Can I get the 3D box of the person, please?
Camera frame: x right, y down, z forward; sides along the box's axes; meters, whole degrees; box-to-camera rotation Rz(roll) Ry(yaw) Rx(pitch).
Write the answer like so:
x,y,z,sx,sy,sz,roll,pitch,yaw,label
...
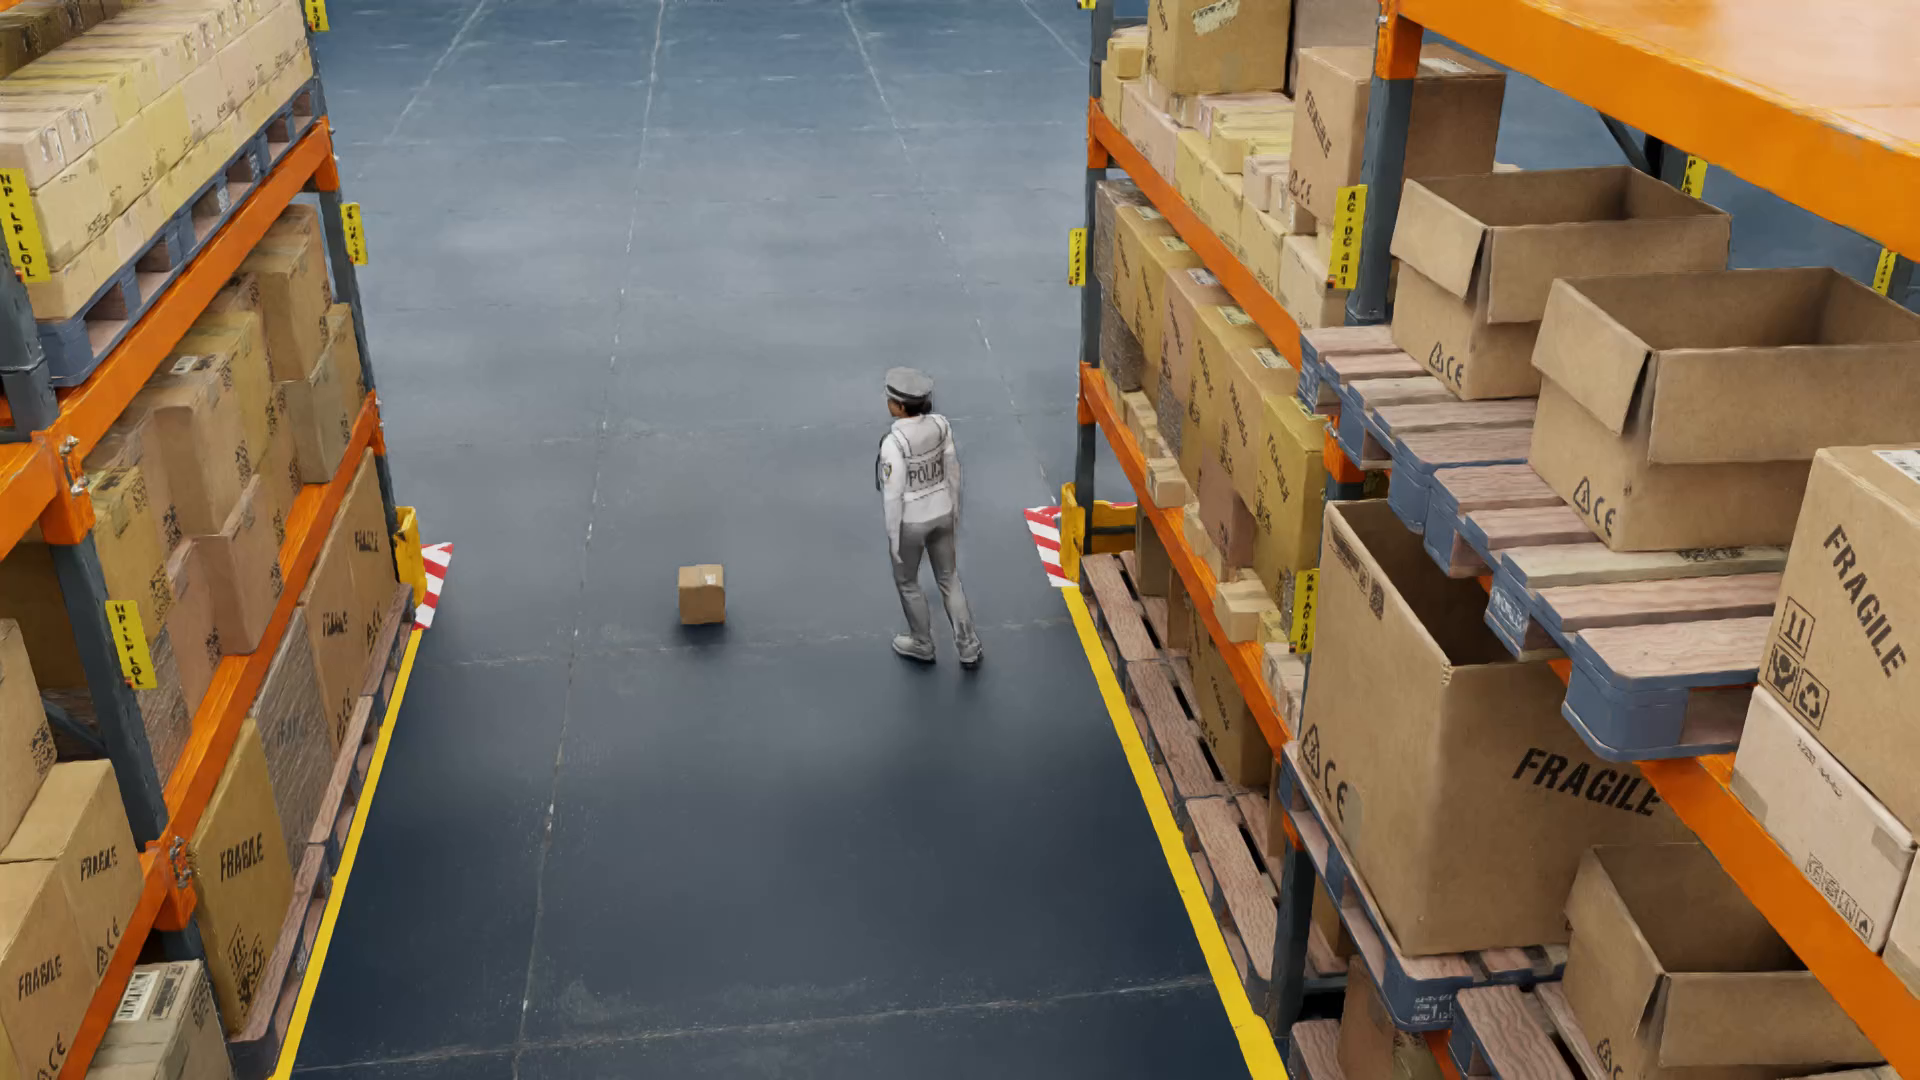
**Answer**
x,y,z,sx,sy,sz,roll,pitch,yaw,label
-0.156,-0.085,8.771,0.525,1.667,0.530,-21,34,-35,person
